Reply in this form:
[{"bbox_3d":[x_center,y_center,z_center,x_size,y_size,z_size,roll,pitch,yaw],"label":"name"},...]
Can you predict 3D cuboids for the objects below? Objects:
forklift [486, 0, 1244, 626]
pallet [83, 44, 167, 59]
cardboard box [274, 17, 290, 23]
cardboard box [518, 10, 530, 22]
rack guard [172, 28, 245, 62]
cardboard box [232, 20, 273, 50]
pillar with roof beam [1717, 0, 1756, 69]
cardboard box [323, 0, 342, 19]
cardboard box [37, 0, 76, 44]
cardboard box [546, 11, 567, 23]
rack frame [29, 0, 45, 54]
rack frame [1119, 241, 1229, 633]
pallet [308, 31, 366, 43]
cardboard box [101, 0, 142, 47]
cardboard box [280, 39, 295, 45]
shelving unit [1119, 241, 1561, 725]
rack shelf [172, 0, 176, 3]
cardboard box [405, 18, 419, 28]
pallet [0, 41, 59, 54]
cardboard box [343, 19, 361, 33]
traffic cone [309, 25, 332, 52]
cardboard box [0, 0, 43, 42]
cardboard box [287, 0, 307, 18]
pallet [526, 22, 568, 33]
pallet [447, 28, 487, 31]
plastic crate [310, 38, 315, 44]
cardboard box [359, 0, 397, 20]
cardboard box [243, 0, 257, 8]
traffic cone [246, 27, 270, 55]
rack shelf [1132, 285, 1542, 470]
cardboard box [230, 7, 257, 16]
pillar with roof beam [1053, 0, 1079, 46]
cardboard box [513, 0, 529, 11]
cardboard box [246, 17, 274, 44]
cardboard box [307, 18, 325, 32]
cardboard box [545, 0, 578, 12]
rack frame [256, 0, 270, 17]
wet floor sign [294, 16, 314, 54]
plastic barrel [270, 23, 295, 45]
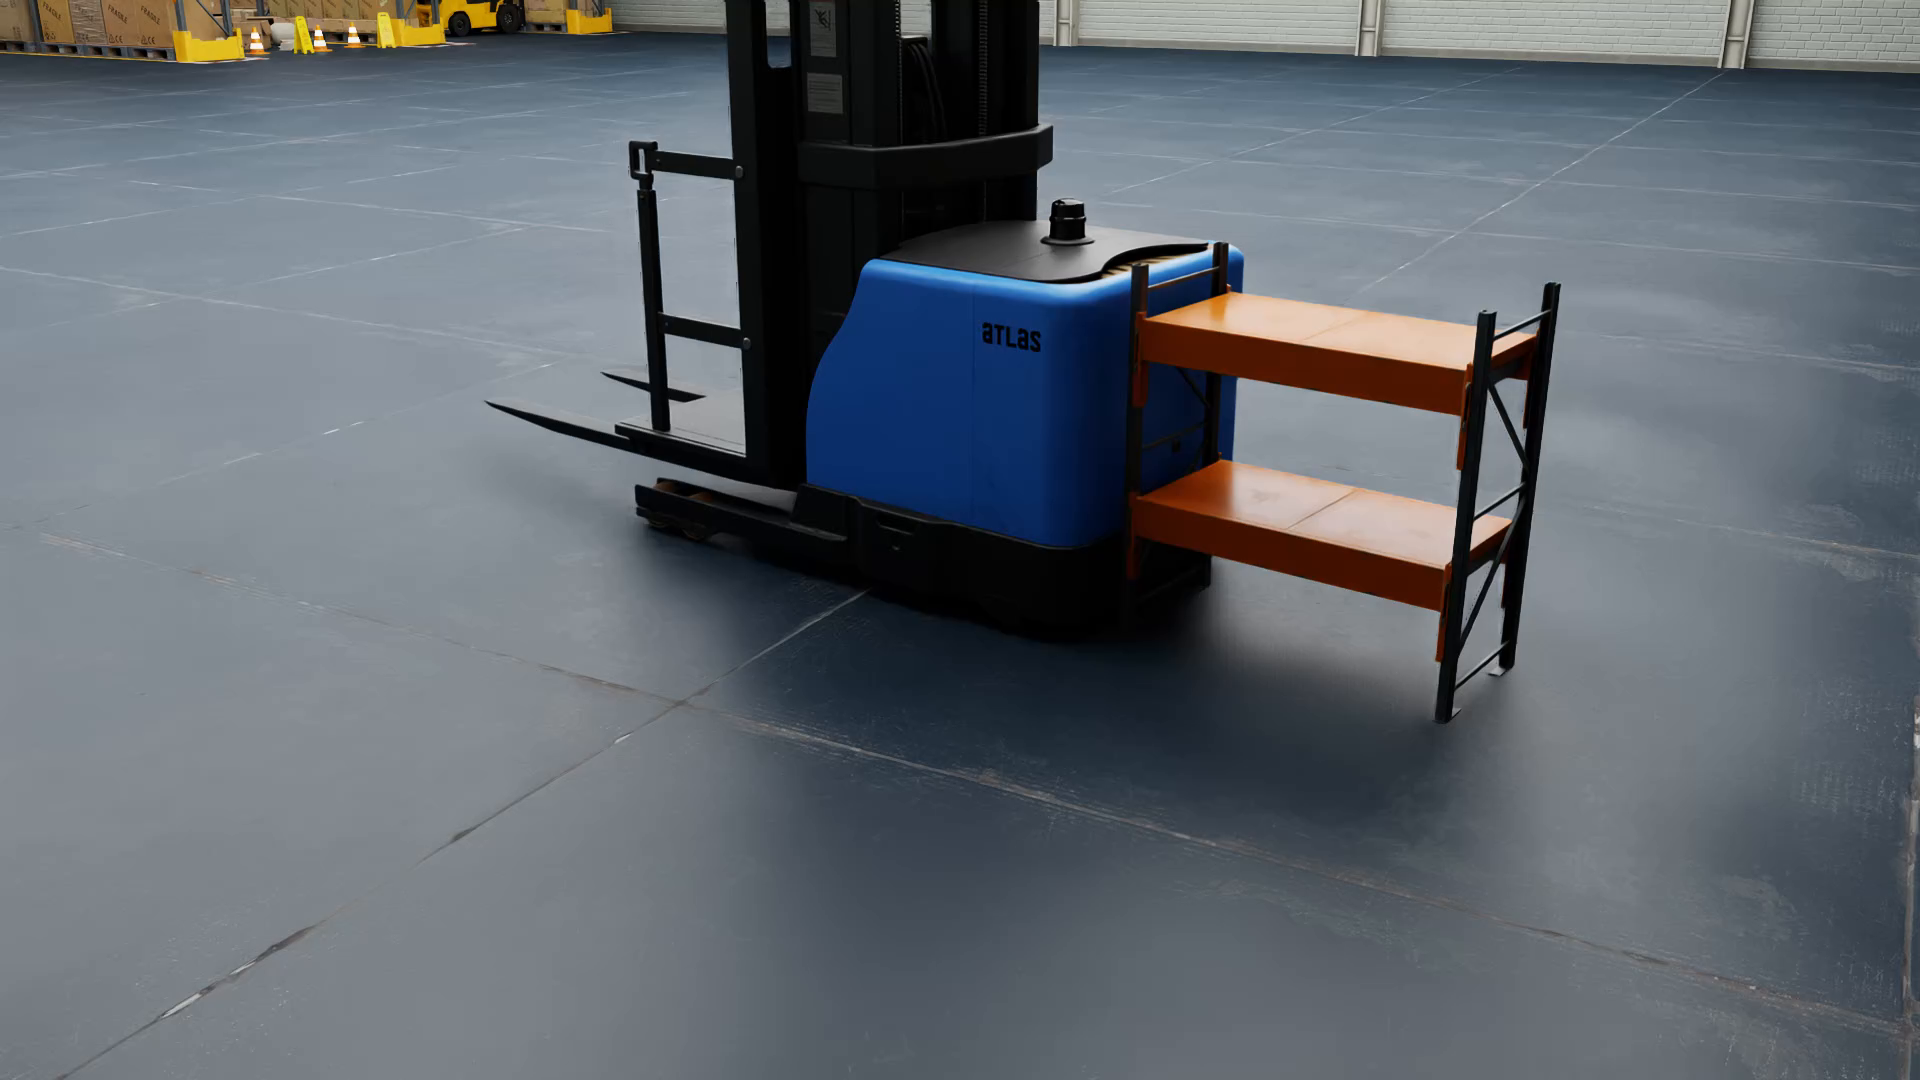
[{"bbox_3d":[-0.541,-1.505,5.715,3.031,2.935,1.130,15,25,36],"label":"forklift"},{"bbox_3d":[-14.779,-8.730,29.622,1.213,0.211,1.003,11,23,27],"label":"pallet"},{"bbox_3d":[-13.764,-10.610,34.132,0.500,0.250,0.500,10,22,25],"label":"cardboard box"},{"bbox_3d":[-9.664,-11.757,37.294,0.500,0.250,0.500,11,23,28],"label":"cardboard box"},{"bbox_3d":[-12.960,-8.549,28.699,0.348,0.500,1.175,11,23,27],"label":"rack guard"},{"bbox_3d":[-13.424,-9.583,31.546,0.637,0.503,0.797,-4,20,-10],"label":"cardboard box"},{"bbox_3d":[10.446,-10.628,21.968,0.400,9.000,9.100,11,23,27],"label":"pillar with roof beam"},{"bbox_3d":[-12.377,-10.703,33.289,0.500,0.500,0.500,10,22,26],"label":"cardboard box"},{"bbox_3d":[-15.959,-9.466,30.063,0.875,0.875,0.875,11,23,28],"label":"cardboard box"},{"bbox_3d":[-8.802,-11.585,36.821,0.500,0.250,0.500,11,23,28],"label":"cardboard box"},{"bbox_3d":[-16.474,-10.393,30.118,0.127,3.000,1.000,11,23,27],"label":"rack frame"},{"bbox_3d":[0.654,-0.314,5.082,0.032,1.125,0.500,15,25,36],"label":"rack frame"},{"bbox_3d":[-12.475,-10.269,33.865,1.213,0.211,1.003,11,23,27],"label":"pallet"},{"bbox_3d":[-14.375,-9.165,29.233,0.875,0.875,0.875,10,22,26],"label":"cardboard box"},{"bbox_3d":[-12.784,-9.495,31.821,0.380,0.149,0.250,-11,23,-29],"label":"cardboard box"},{"bbox_3d":[1.053,-0.207,4.786,1.048,1.125,0.538,15,25,36],"label":"shelving unit"},{"bbox_3d":[-14.728,-9.722,29.323,4.000,0.370,1.077,11,23,27],"label":"rack shelf"},{"bbox_3d":[-11.225,-10.340,33.387,0.500,0.250,0.500,11,22,27],"label":"cardboard box"},{"bbox_3d":[-17.184,-9.188,30.885,1.213,0.211,1.003,11,23,27],"label":"pallet"},{"bbox_3d":[-11.941,-10.266,33.184,0.500,0.250,0.500,11,23,27],"label":"cardboard box"},{"bbox_3d":[-11.905,-9.326,30.897,0.334,0.463,0.336,11,23,27],"label":"traffic cone"},{"bbox_3d":[-17.059,-9.609,30.640,0.750,0.750,1.050,11,23,27],"label":"cardboard box"},{"bbox_3d":[-13.291,-10.877,33.768,0.500,0.500,0.500,12,23,29],"label":"cardboard box"},{"bbox_3d":[-8.926,-11.500,37.260,1.213,0.211,1.003,11,23,27],"label":"pallet"},{"bbox_3d":[-11.056,-11.906,38.378,1.213,0.211,1.003,11,23,27],"label":"pallet"},{"bbox_3d":[-13.177,-10.006,33.332,0.583,0.080,0.402,3,20,9],"label":"plastic crate"},{"bbox_3d":[-11.482,-10.531,32.815,0.500,0.500,0.500,11,23,28],"label":"cardboard box"},{"bbox_3d":[-17.499,-13.397,41.449,0.500,0.500,0.500,10,22,26],"label":"cardboard box"},{"bbox_3d":[-12.753,-9.046,30.125,0.334,0.463,0.336,11,23,27],"label":"traffic cone"},{"bbox_3d":[1.053,-0.482,4.686,1.000,0.278,0.538,15,25,36],"label":"rack shelf"},{"bbox_3d":[-15.236,-11.051,35.168,0.625,0.372,0.950,12,23,31],"label":"cardboard box"},{"bbox_3d":[-0.030,-12.624,27.469,0.400,9.000,9.100,11,23,27],"label":"pillar with roof beam"},{"bbox_3d":[-9.709,-11.991,37.205,0.500,0.250,0.500,10,22,26],"label":"cardboard box"},{"bbox_3d":[-13.876,-10.126,33.044,0.500,0.500,0.500,-7,21,-20],"label":"cardboard box"},{"bbox_3d":[-12.828,-10.437,33.655,0.500,0.250,0.500,10,22,27],"label":"cardboard box"},{"bbox_3d":[-8.816,-11.824,36.747,0.500,0.250,0.500,10,22,27],"label":"cardboard box"},{"bbox_3d":[-14.148,-11.883,34.226,0.127,3.000,1.000,11,23,27],"label":"rack frame"},{"bbox_3d":[-11.991,-9.206,30.297,0.232,0.644,0.267,7,21,18],"label":"wet floor sign"},{"bbox_3d":[-13.197,-9.900,32.536,0.512,0.421,0.421,-7,21,-20],"label":"plastic barrel"}]
